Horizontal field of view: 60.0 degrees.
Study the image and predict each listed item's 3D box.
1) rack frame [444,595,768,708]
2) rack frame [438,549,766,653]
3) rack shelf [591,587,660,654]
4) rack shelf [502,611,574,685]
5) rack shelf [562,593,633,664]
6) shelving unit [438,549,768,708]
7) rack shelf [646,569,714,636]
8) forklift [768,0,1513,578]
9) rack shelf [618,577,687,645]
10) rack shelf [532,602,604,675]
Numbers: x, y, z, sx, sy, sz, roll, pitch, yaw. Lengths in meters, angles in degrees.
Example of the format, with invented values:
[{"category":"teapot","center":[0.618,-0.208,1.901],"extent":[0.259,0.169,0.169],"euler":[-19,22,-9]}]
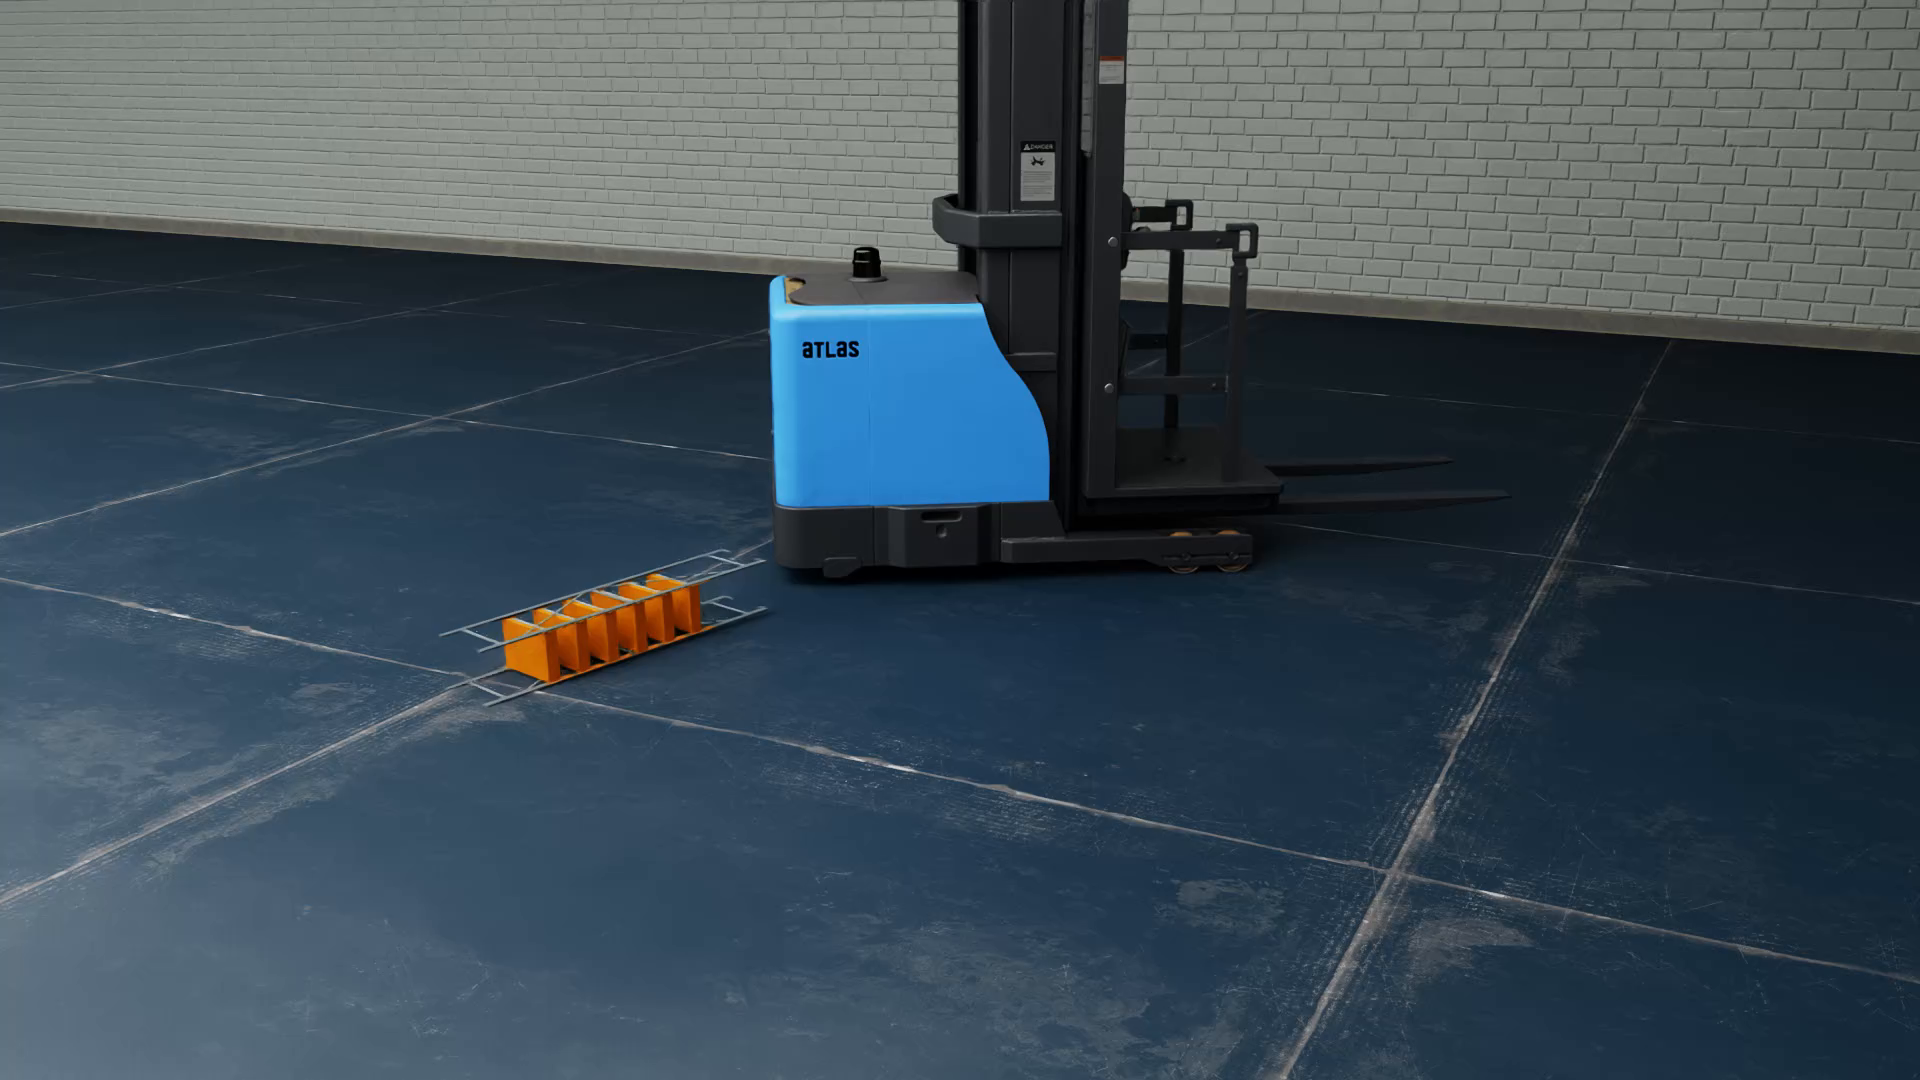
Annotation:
[{"category":"rack frame","center":[-1.188,0.368,5.742],"extent":[0.240,0.006,1.200],"euler":[13,22,39]},{"category":"rack frame","center":[-1.191,0.193,5.690],"extent":[0.240,0.006,1.200],"euler":[13,22,39]},{"category":"rack shelf","center":[-1.161,0.270,5.748],"extent":[0.258,0.180,0.103],"euler":[13,22,39]},{"category":"rack shelf","center":[-1.397,0.352,5.489],"extent":[0.258,0.180,0.103],"euler":[13,22,39]},{"category":"rack shelf","center":[-1.239,0.298,5.662],"extent":[0.258,0.180,0.103],"euler":[13,22,39]},{"category":"shelving unit","center":[-1.190,0.280,5.716],"extent":[0.258,0.189,1.200],"euler":[13,22,39]},{"category":"rack shelf","center":[-1.003,0.216,5.920],"extent":[0.258,0.180,0.103],"euler":[13,22,39]},{"category":"forklift","center":[0.738,-1.418,6.652],"extent":[3.031,2.935,1.130],"euler":[-2,17,-6]},{"category":"rack shelf","center":[-1.082,0.243,5.834],"extent":[0.258,0.180,0.103],"euler":[13,22,39]},{"category":"rack shelf","center":[-1.318,0.325,5.575],"extent":[0.258,0.180,0.103],"euler":[13,22,39]}]
